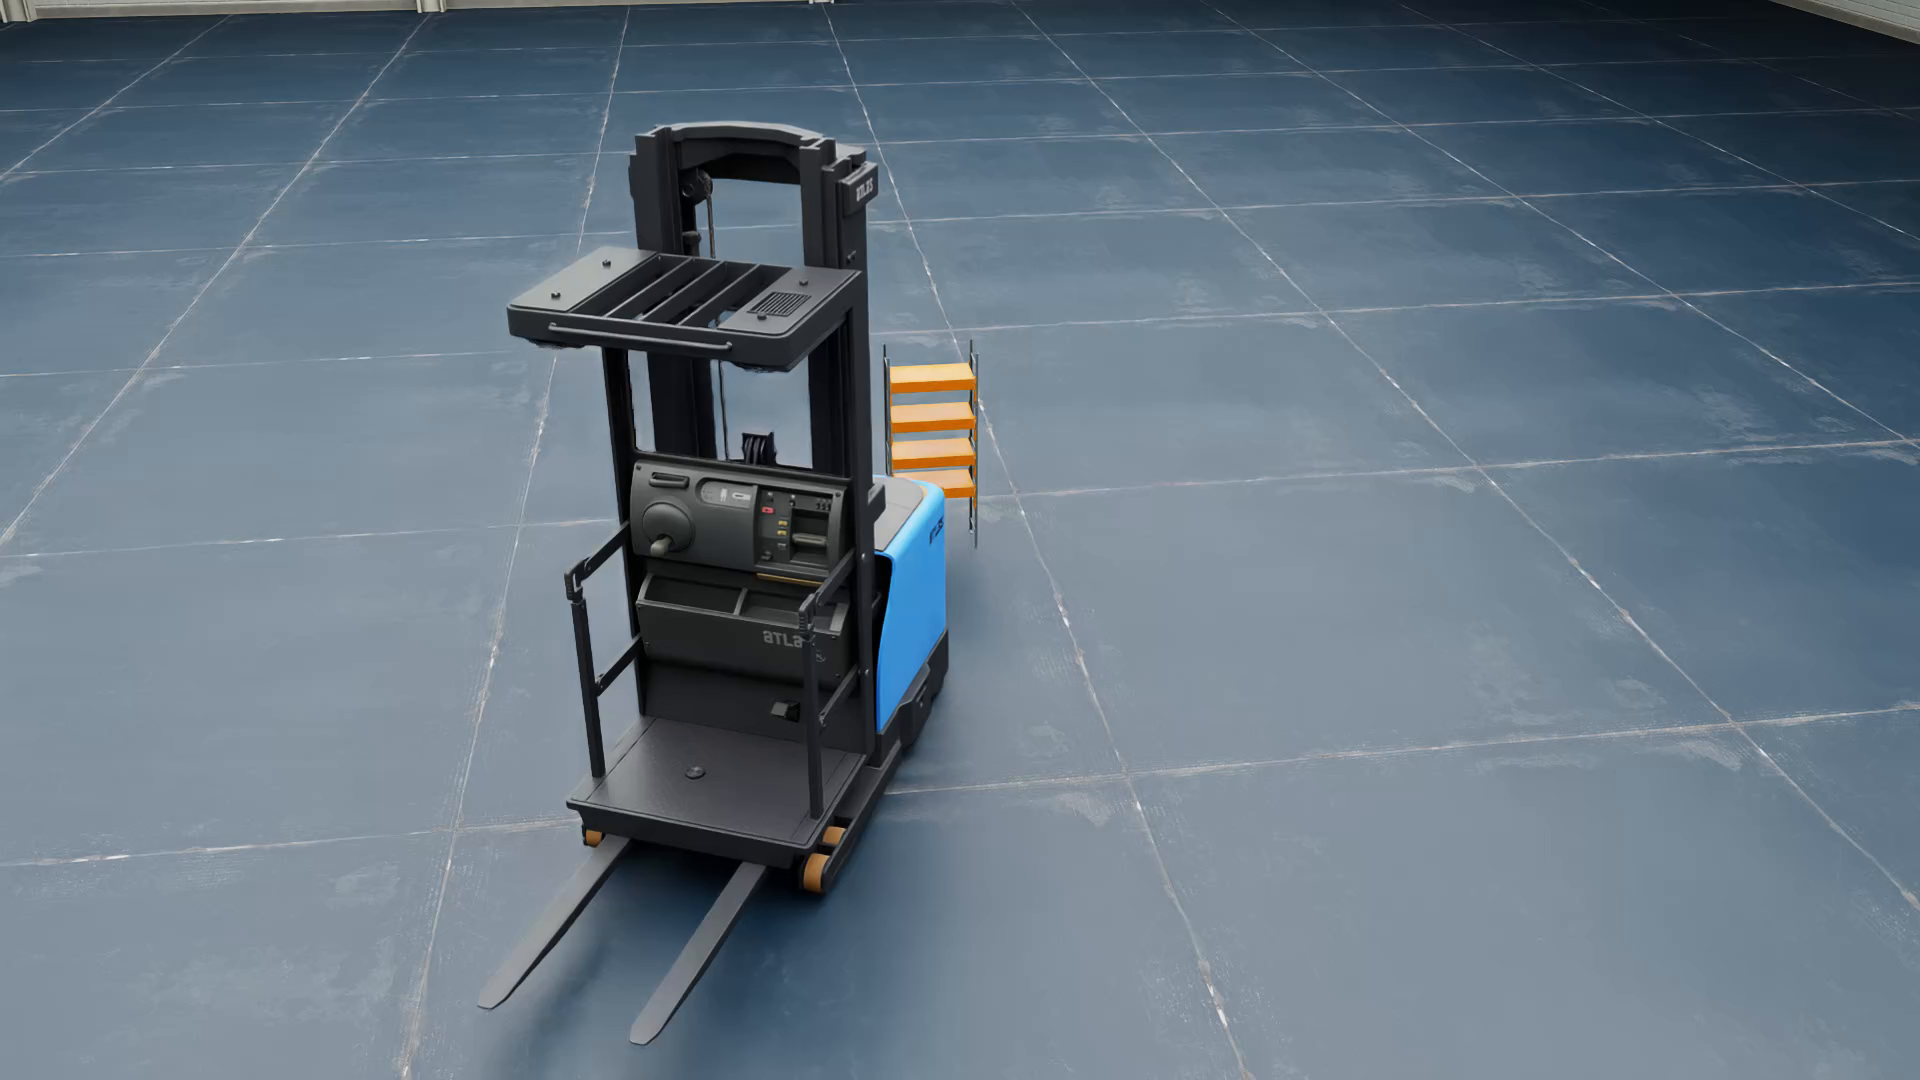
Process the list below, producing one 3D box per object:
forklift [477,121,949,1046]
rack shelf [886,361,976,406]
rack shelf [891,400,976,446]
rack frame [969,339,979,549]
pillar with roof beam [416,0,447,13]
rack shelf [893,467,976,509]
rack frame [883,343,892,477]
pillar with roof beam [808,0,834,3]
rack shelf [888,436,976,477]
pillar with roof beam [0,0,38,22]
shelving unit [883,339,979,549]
[{"bbox_3d":[-0.978,-0.043,6.623,1.130,2.935,3.031,8,28,15],"label":"forklift"},{"bbox_3d":[-0.164,-0.873,9.276,0.480,0.148,0.258,-4,27,-7],"label":"rack shelf"},{"bbox_3d":[-0.164,-0.662,9.384,0.480,0.148,0.258,-4,27,-7],"label":"rack shelf"},{"bbox_3d":[0.078,-0.539,9.486,0.015,1.200,0.240,-4,27,-7],"label":"rack frame"},{"bbox_3d":[-7.548,-10.236,19.842,0.400,9.000,9.100,-4,27,-7],"label":"pillar with roof beam"},{"bbox_3d":[-0.164,-0.287,9.577,0.480,0.148,0.258,-4,27,-7],"label":"rack shelf"},{"bbox_3d":[-0.406,-0.508,9.425,0.015,1.200,0.240,-4,27,-7],"label":"rack frame"},{"bbox_3d":[-1.607,-10.617,20.585,0.400,9.000,9.100,-4,27,-7],"label":"pillar with roof beam"},{"bbox_3d":[-0.164,-0.463,9.486,0.480,0.148,0.258,-4,27,-7],"label":"rack shelf"},{"bbox_3d":[-13.490,-9.854,19.098,0.400,9.000,9.100,-4,27,-7],"label":"pillar with roof beam"},{"bbox_3d":[-0.164,-0.523,9.456,0.503,1.200,0.258,-4,27,-7],"label":"shelving unit"}]
